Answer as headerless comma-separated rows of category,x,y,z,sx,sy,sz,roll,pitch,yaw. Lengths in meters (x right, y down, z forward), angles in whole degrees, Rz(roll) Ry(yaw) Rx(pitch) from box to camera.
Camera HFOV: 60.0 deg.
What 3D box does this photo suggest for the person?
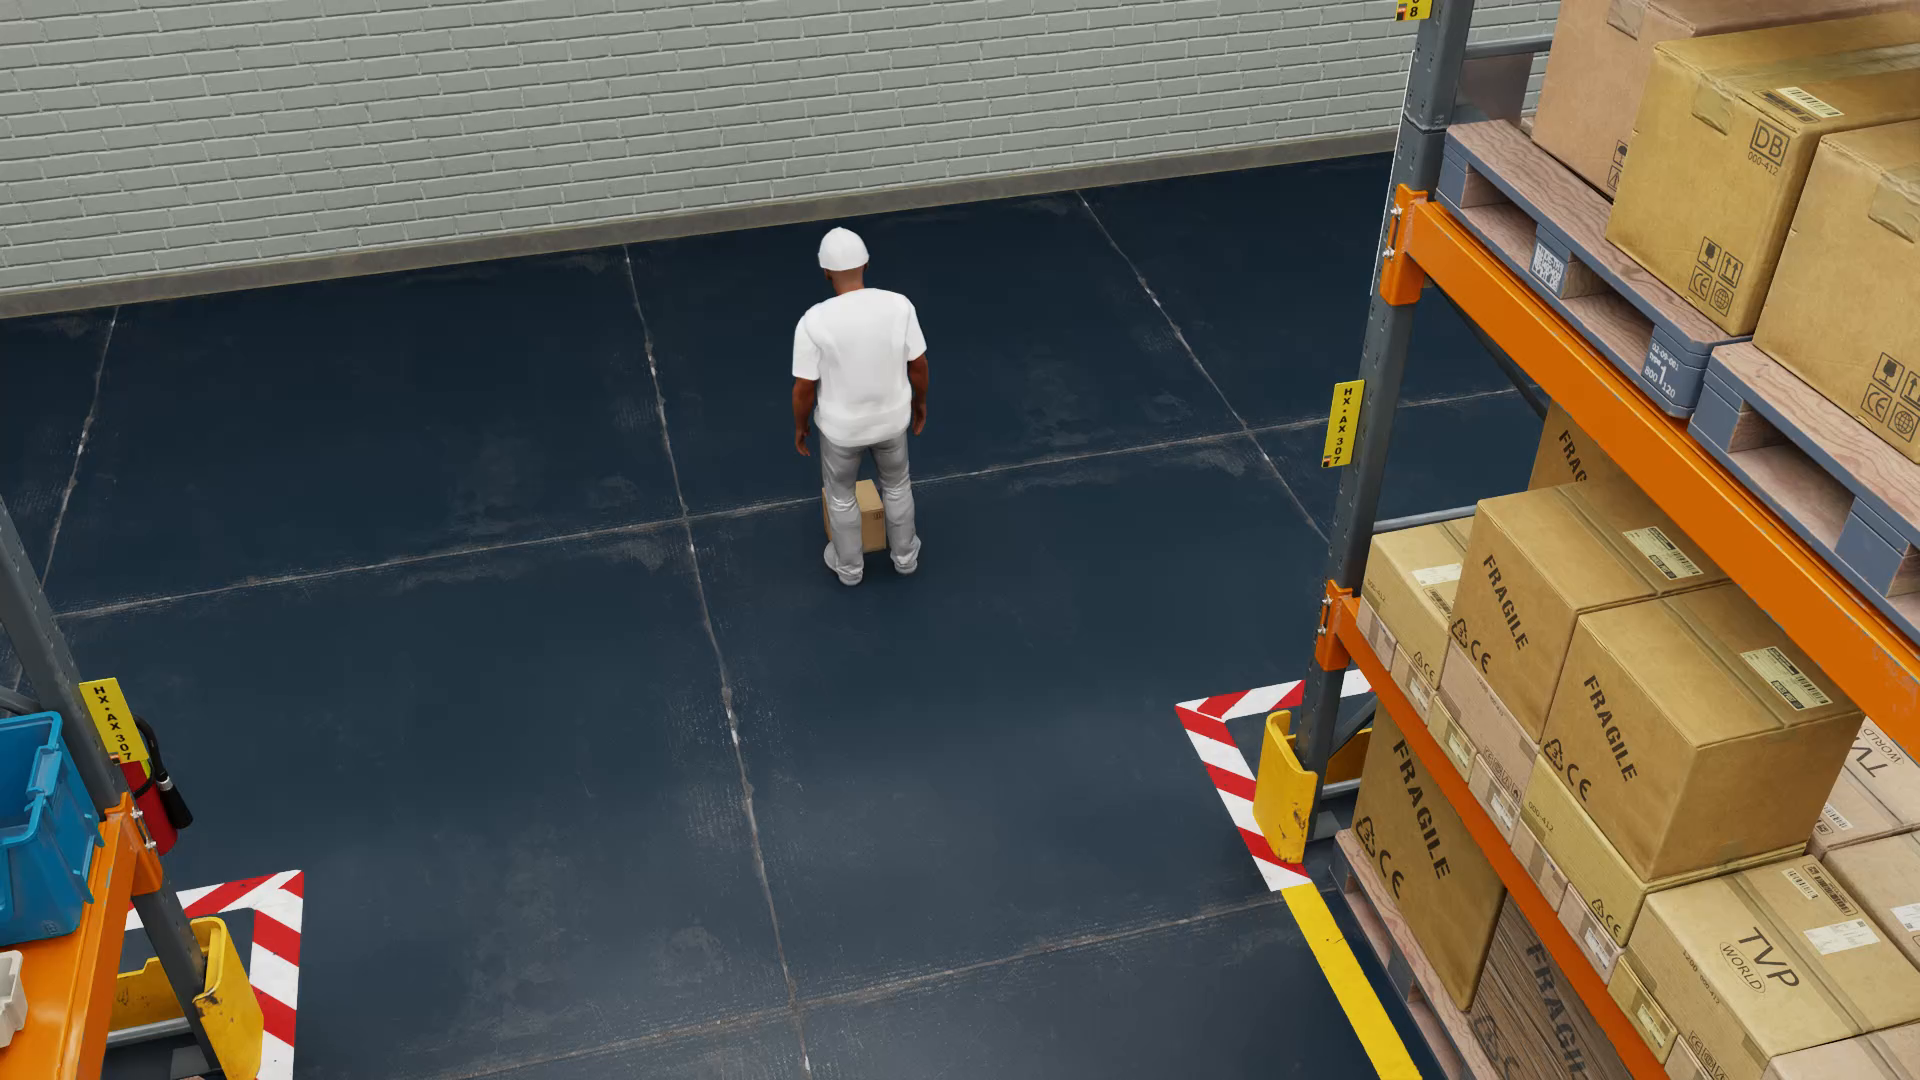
person,-0.445,-0.565,7.425,0.628,1.759,0.462,-11,39,-14
